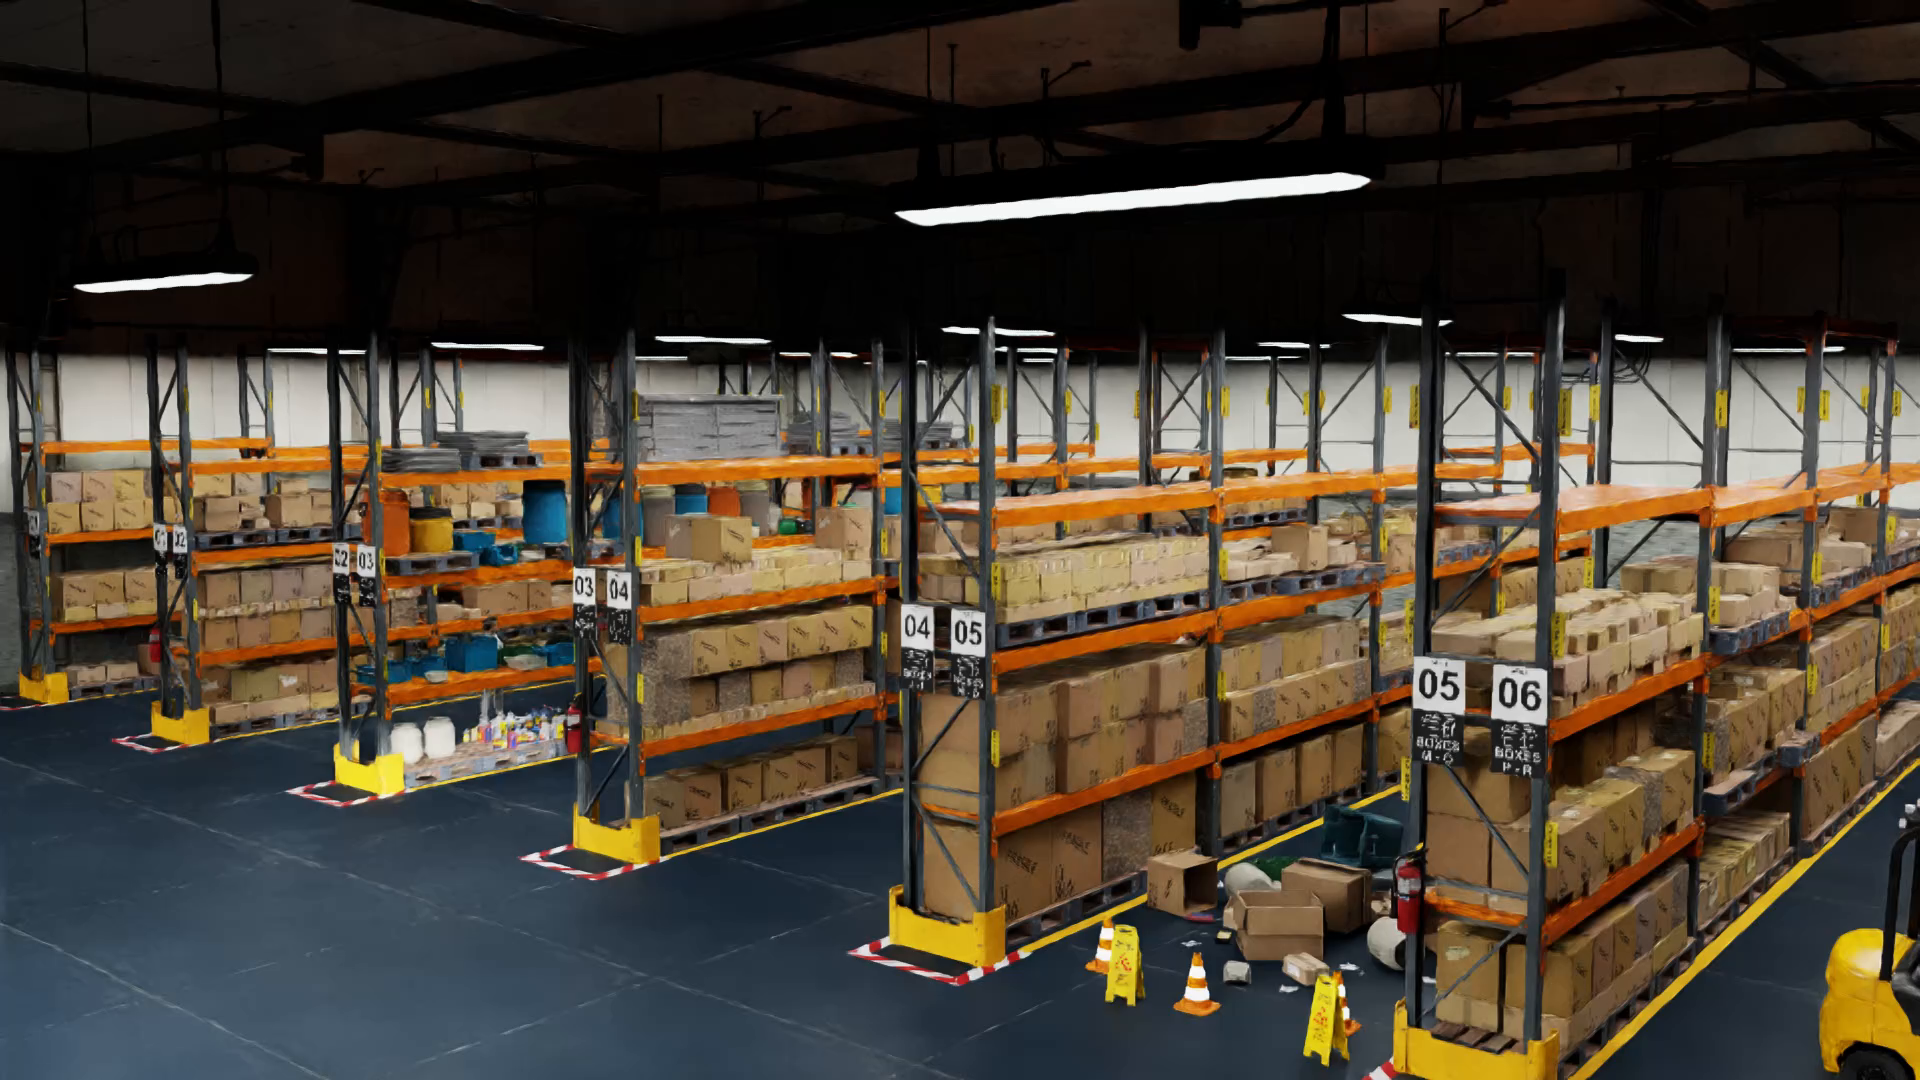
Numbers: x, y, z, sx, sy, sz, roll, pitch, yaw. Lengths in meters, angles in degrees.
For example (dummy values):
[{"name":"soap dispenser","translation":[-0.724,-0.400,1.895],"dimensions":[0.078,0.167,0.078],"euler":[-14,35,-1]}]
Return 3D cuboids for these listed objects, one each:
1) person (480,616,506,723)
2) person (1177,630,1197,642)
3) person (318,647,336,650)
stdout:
[{"name":"person","translation":[-7.189,2.009,25.692],"dimensions":[0.416,1.676,0.537],"euler":[1,5,9]},{"name":"person","translation":[3.398,2.051,24.611],"dimensions":[0.464,1.772,0.645],"euler":[2,5,16]},{"name":"person","translation":[-10.858,1.842,28.485],"dimensions":[0.566,1.541,0.519],"euler":[4,6,36]}]
